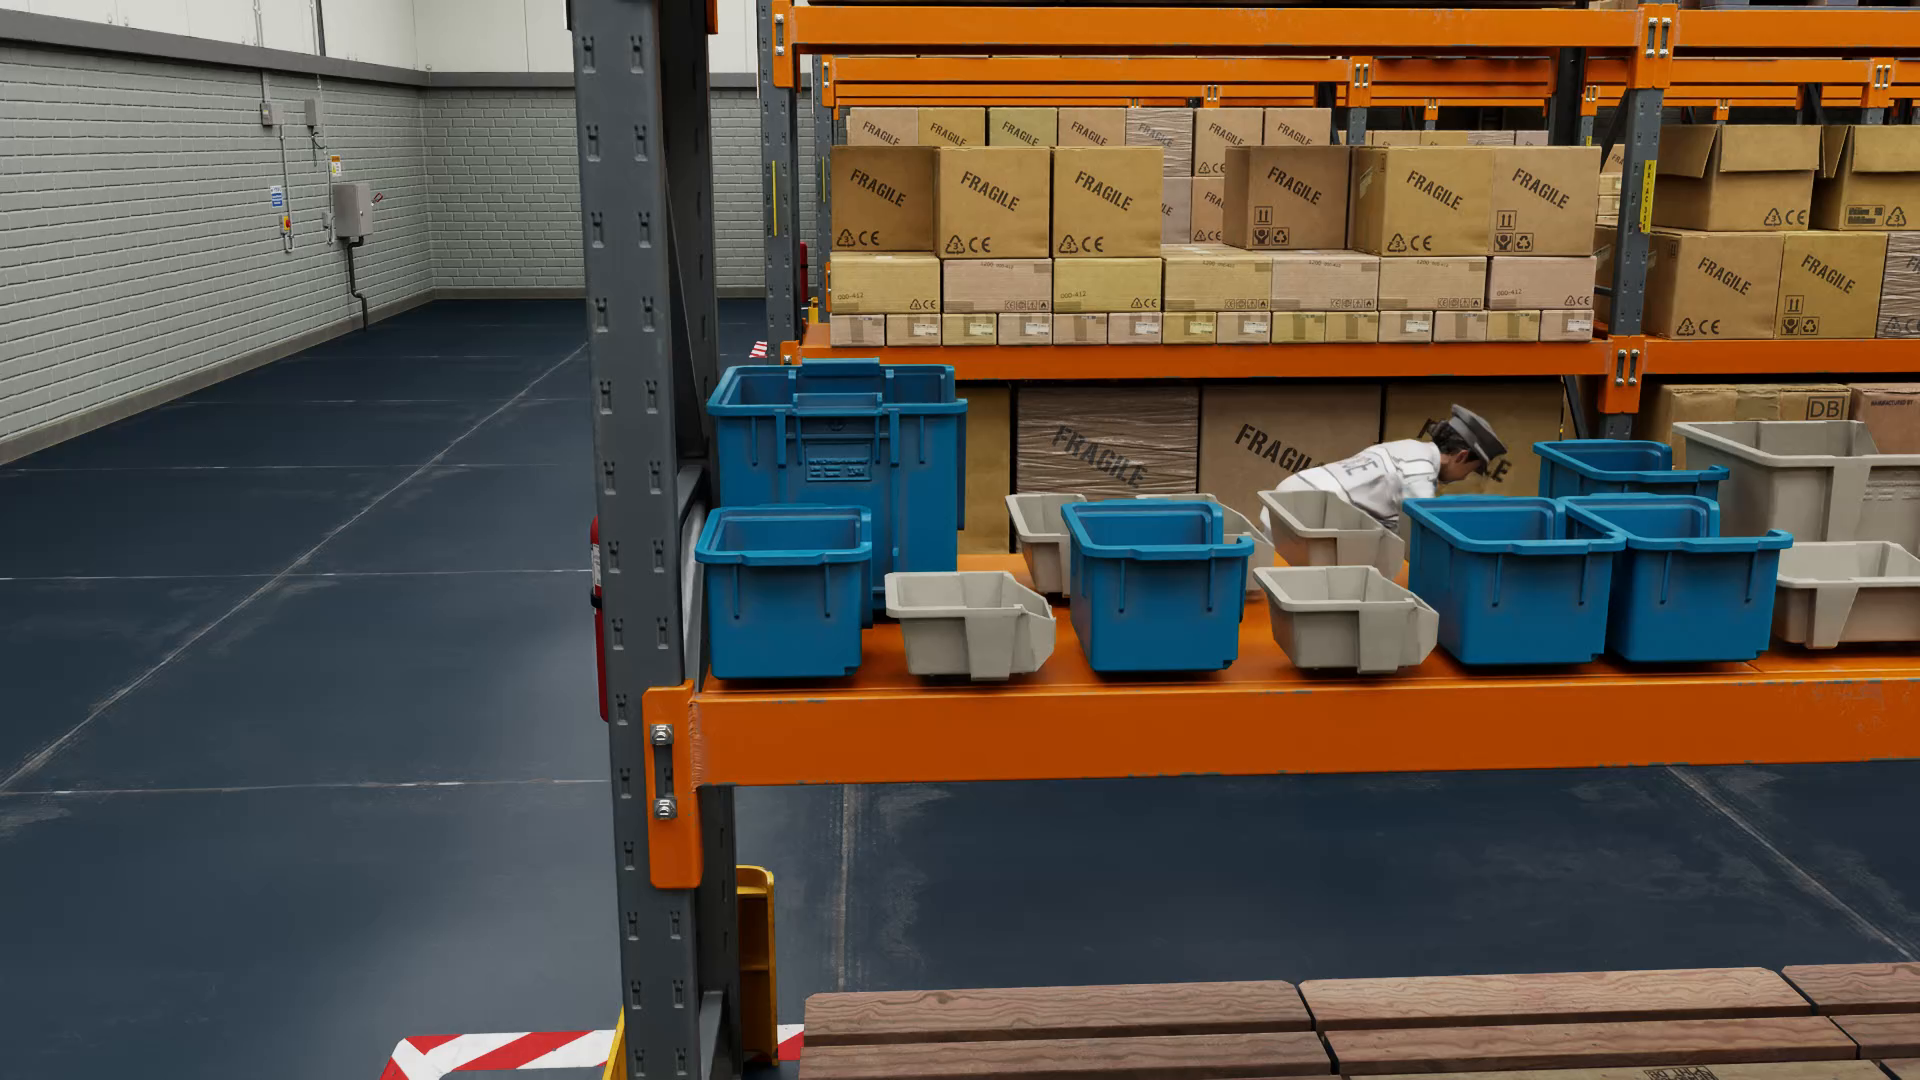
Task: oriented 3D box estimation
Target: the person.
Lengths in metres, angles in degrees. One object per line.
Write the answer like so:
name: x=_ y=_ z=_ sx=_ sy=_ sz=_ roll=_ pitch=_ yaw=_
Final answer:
person: x=1.543 y=0.160 z=6.121 sx=0.887 sy=1.299 sz=0.410 roll=-1 pitch=14 yaw=-5
